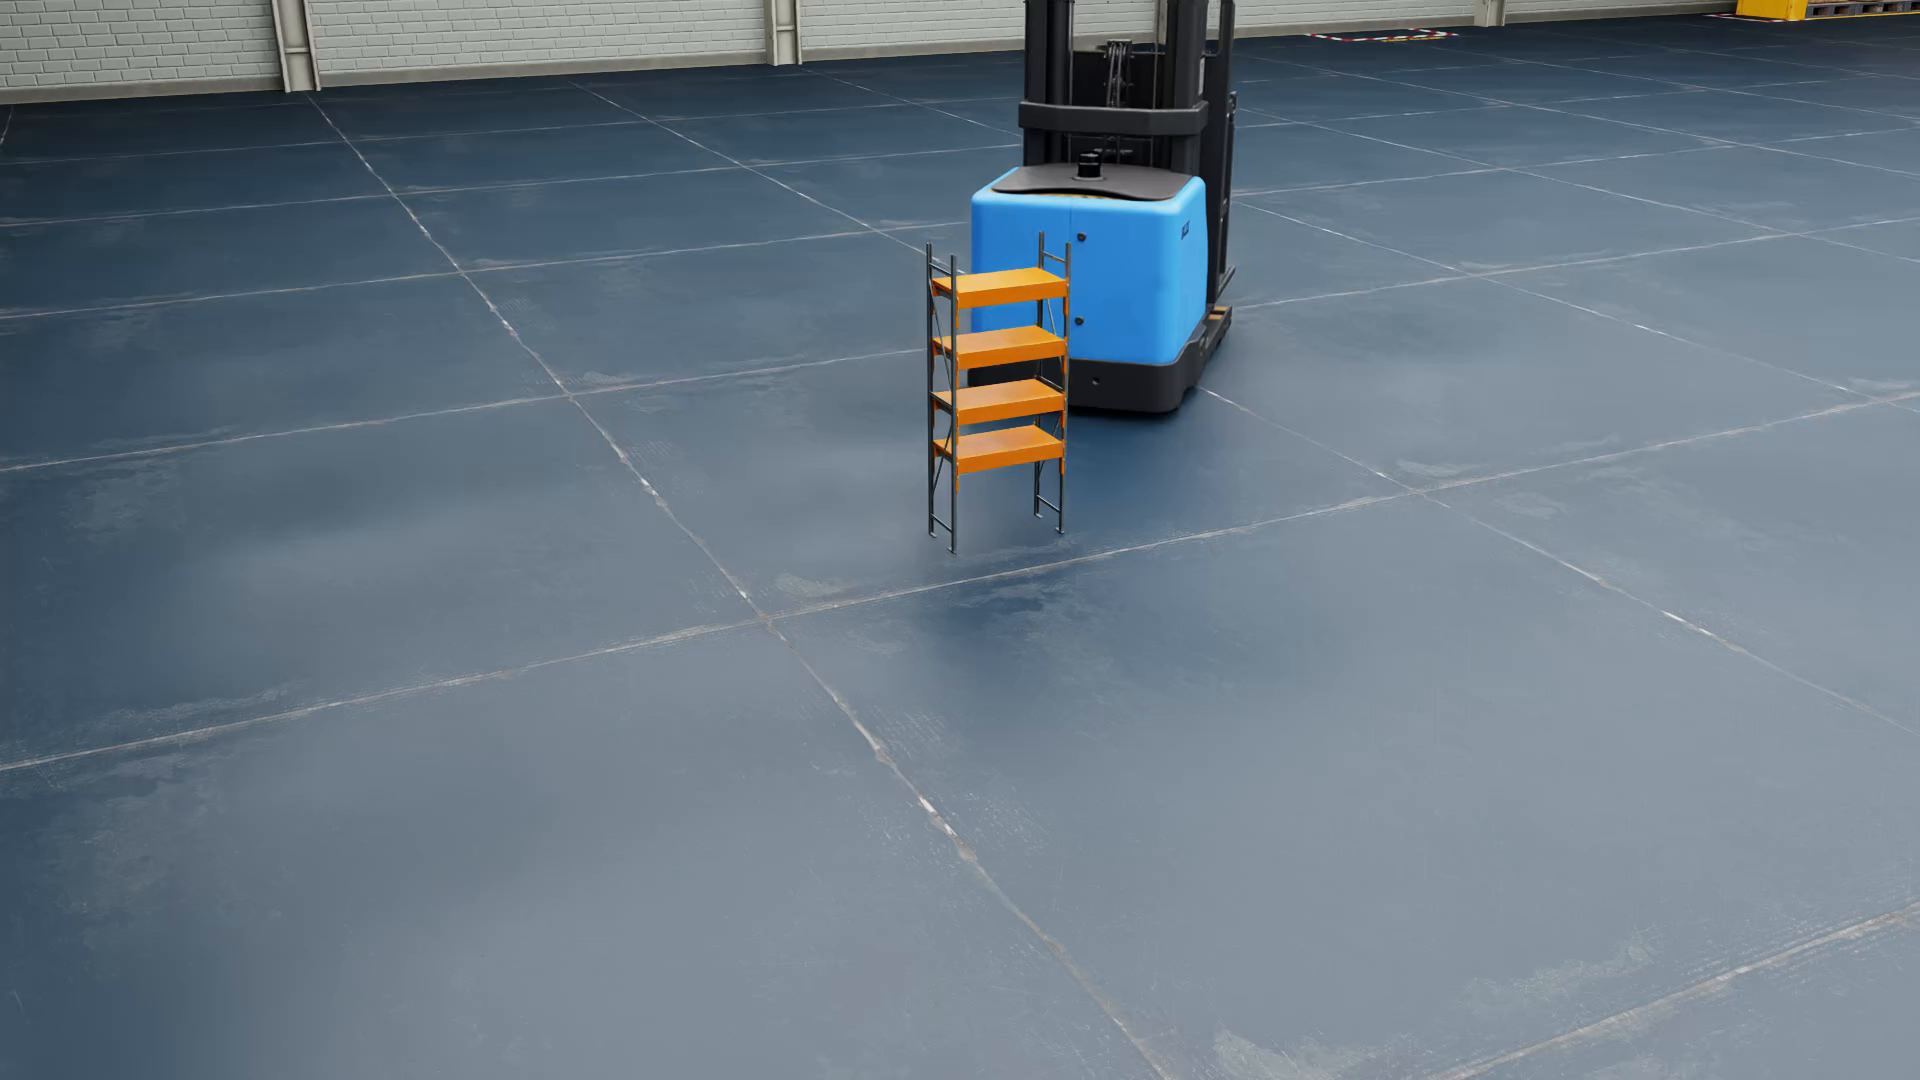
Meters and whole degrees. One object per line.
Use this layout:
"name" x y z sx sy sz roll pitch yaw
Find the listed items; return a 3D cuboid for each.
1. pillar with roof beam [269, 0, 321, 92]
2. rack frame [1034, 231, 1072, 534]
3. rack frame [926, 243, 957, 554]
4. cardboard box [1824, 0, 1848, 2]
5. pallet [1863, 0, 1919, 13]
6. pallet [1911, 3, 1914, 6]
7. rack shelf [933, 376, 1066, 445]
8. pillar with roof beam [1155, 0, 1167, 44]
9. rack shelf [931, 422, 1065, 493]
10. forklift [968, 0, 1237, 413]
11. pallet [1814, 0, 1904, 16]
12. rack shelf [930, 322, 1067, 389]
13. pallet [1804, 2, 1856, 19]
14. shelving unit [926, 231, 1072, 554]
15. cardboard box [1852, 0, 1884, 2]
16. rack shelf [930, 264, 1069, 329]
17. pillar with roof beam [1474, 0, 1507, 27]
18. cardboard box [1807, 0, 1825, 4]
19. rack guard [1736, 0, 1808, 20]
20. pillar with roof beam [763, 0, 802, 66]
"pillar with roof beam" -5.858 -7.961 14.217 0.400 9.000 9.100 -10 25 -24
"rack frame" 0.369 -0.622 6.685 0.015 1.200 0.240 -10 25 -24
"rack frame" -0.071 -0.541 6.489 0.015 1.200 0.240 -10 25 -24
"cardboard box" 14.821 -9.379 28.426 0.500 0.311 0.500 -8 24 -19
"pallet" 16.659 -9.491 29.403 1.213 0.211 1.003 -10 25 -24
"pallet" 17.950 -9.744 30.015 1.213 0.211 1.003 -10 25 -24
"rack shelf" 0.149 -0.520 6.613 0.480 0.148 0.258 -10 25 -24
"pillar with roof beam" 4.955 -9.952 19.026 0.400 9.000 9.100 -10 25 -24
"rack shelf" 0.149 -0.336 6.689 0.480 0.148 0.258 -10 25 -24
"forklift" 0.948 -2.505 8.970 1.130 2.935 3.031 6 23 15
"pallet" 15.558 -9.287 28.910 1.213 0.211 1.003 -10 25 -24
"rack shelf" 0.149 -0.726 6.527 0.480 0.148 0.258 -10 25 -24
"pallet" 14.461 -9.086 28.425 1.213 0.211 1.003 -10 25 -24
"shelving unit" 0.149 -0.582 6.587 0.503 1.200 0.258 -10 25 -24
"cardboard box" 15.504 -9.571 28.642 0.500 0.500 0.700 -12 25 -27
"rack shelf" 0.149 -0.945 6.437 0.480 0.148 0.258 -10 25 -24
"pillar with roof beam" 10.361 -10.947 21.430 0.400 9.000 9.100 -10 25 -24
"cardboard box" 14.307 -9.284 28.198 0.500 0.311 0.500 -14 26 -30
"rack guard" 13.713 -9.097 28.074 0.348 0.500 1.175 -10 25 -24
"pillar with roof beam" -0.452 -8.956 16.621 0.400 9.000 9.100 -10 25 -24
